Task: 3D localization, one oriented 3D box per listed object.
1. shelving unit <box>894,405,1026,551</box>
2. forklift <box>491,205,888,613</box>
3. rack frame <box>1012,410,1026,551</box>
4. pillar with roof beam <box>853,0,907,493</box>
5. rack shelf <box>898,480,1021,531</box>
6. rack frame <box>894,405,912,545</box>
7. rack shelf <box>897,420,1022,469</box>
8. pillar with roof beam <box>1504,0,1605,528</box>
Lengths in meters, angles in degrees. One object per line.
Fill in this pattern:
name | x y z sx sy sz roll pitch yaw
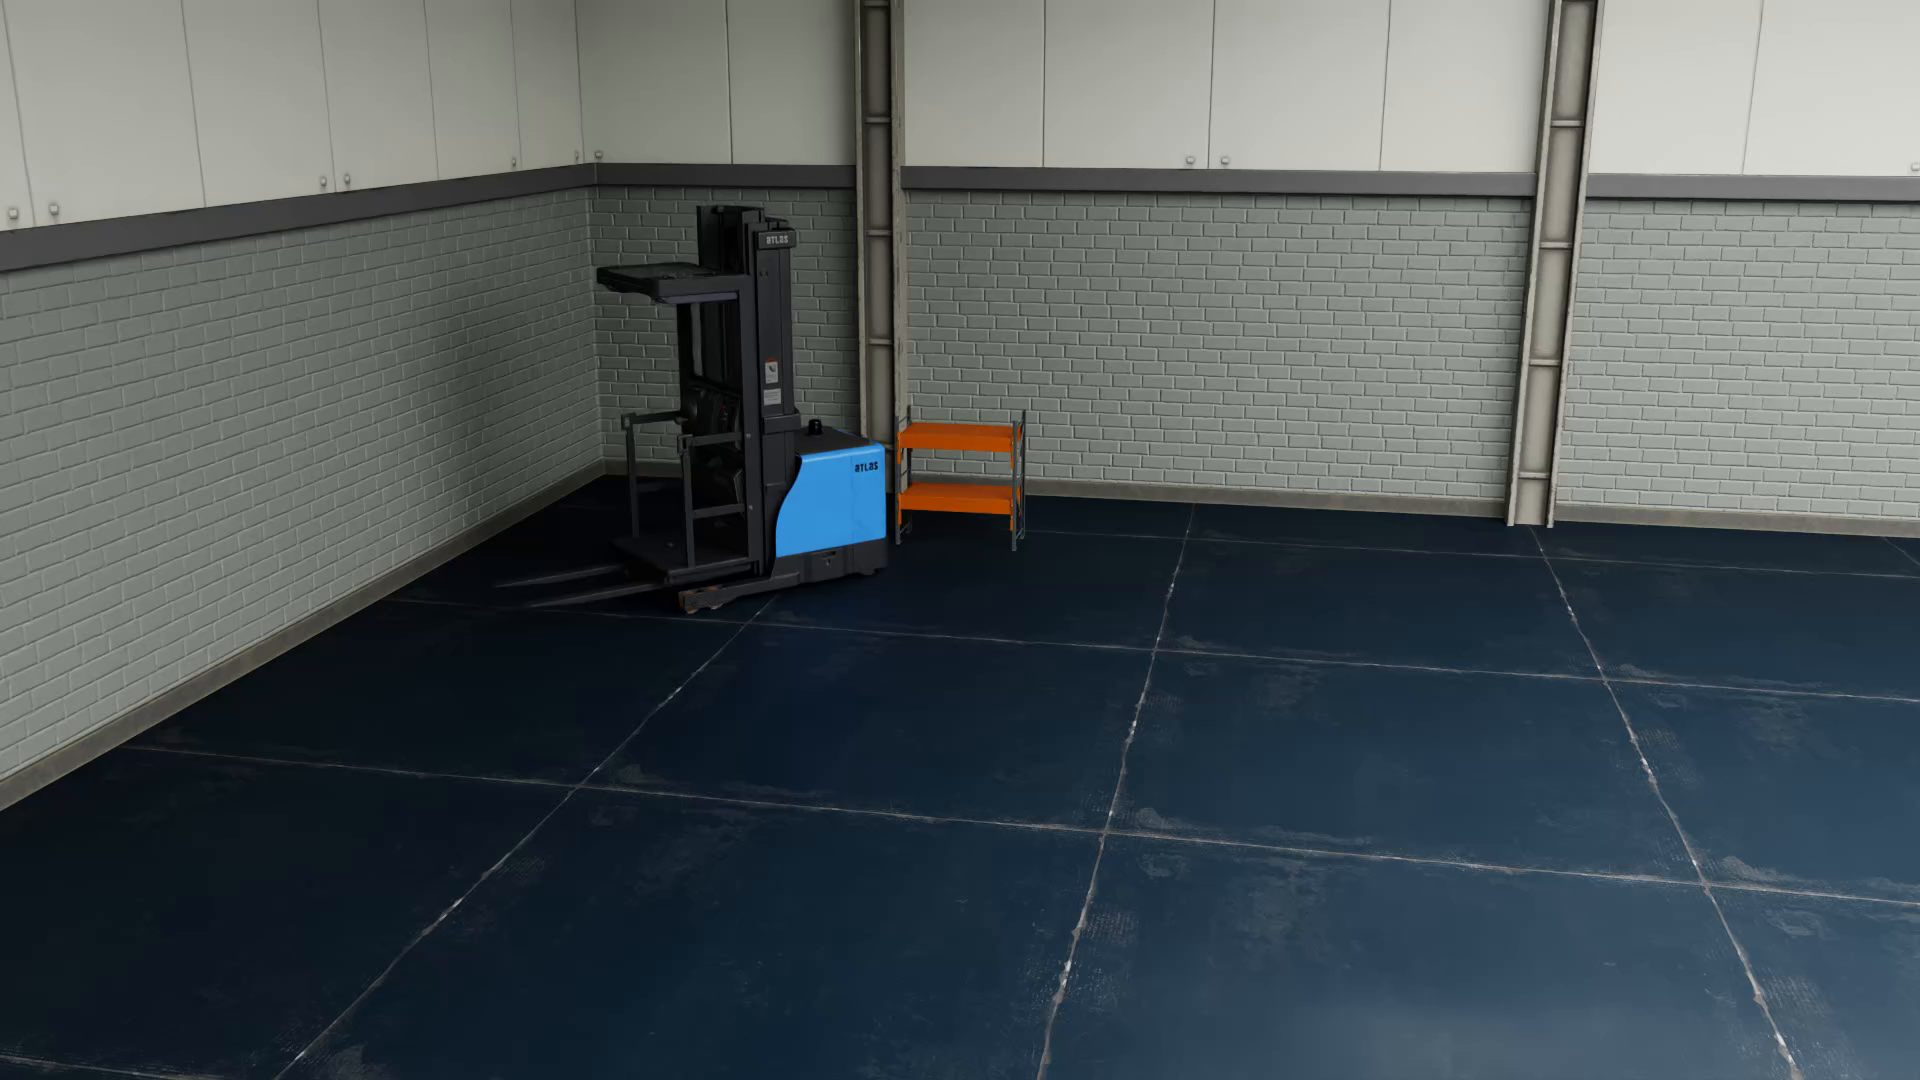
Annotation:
shelving unit | 0.007 -0.542 14.341 1.048 1.125 0.538 3 16 11
forklift | -2.083 -1.020 12.685 3.031 2.935 1.130 -11 19 -33
rack frame | 0.505 -0.515 14.243 0.032 1.125 0.500 3 16 11
pillar with roof beam | -1.591 -3.689 10.954 0.400 9.000 9.100 3 16 11
rack shelf | 0.007 -0.306 14.406 1.000 0.278 0.538 3 16 11
rack frame | -0.492 -0.569 14.438 0.032 1.125 0.500 3 16 11
rack shelf | 0.007 -0.824 14.262 1.000 0.278 0.538 3 16 11
pillar with roof beam | 4.289 -3.370 9.802 0.400 9.000 9.100 3 16 11
